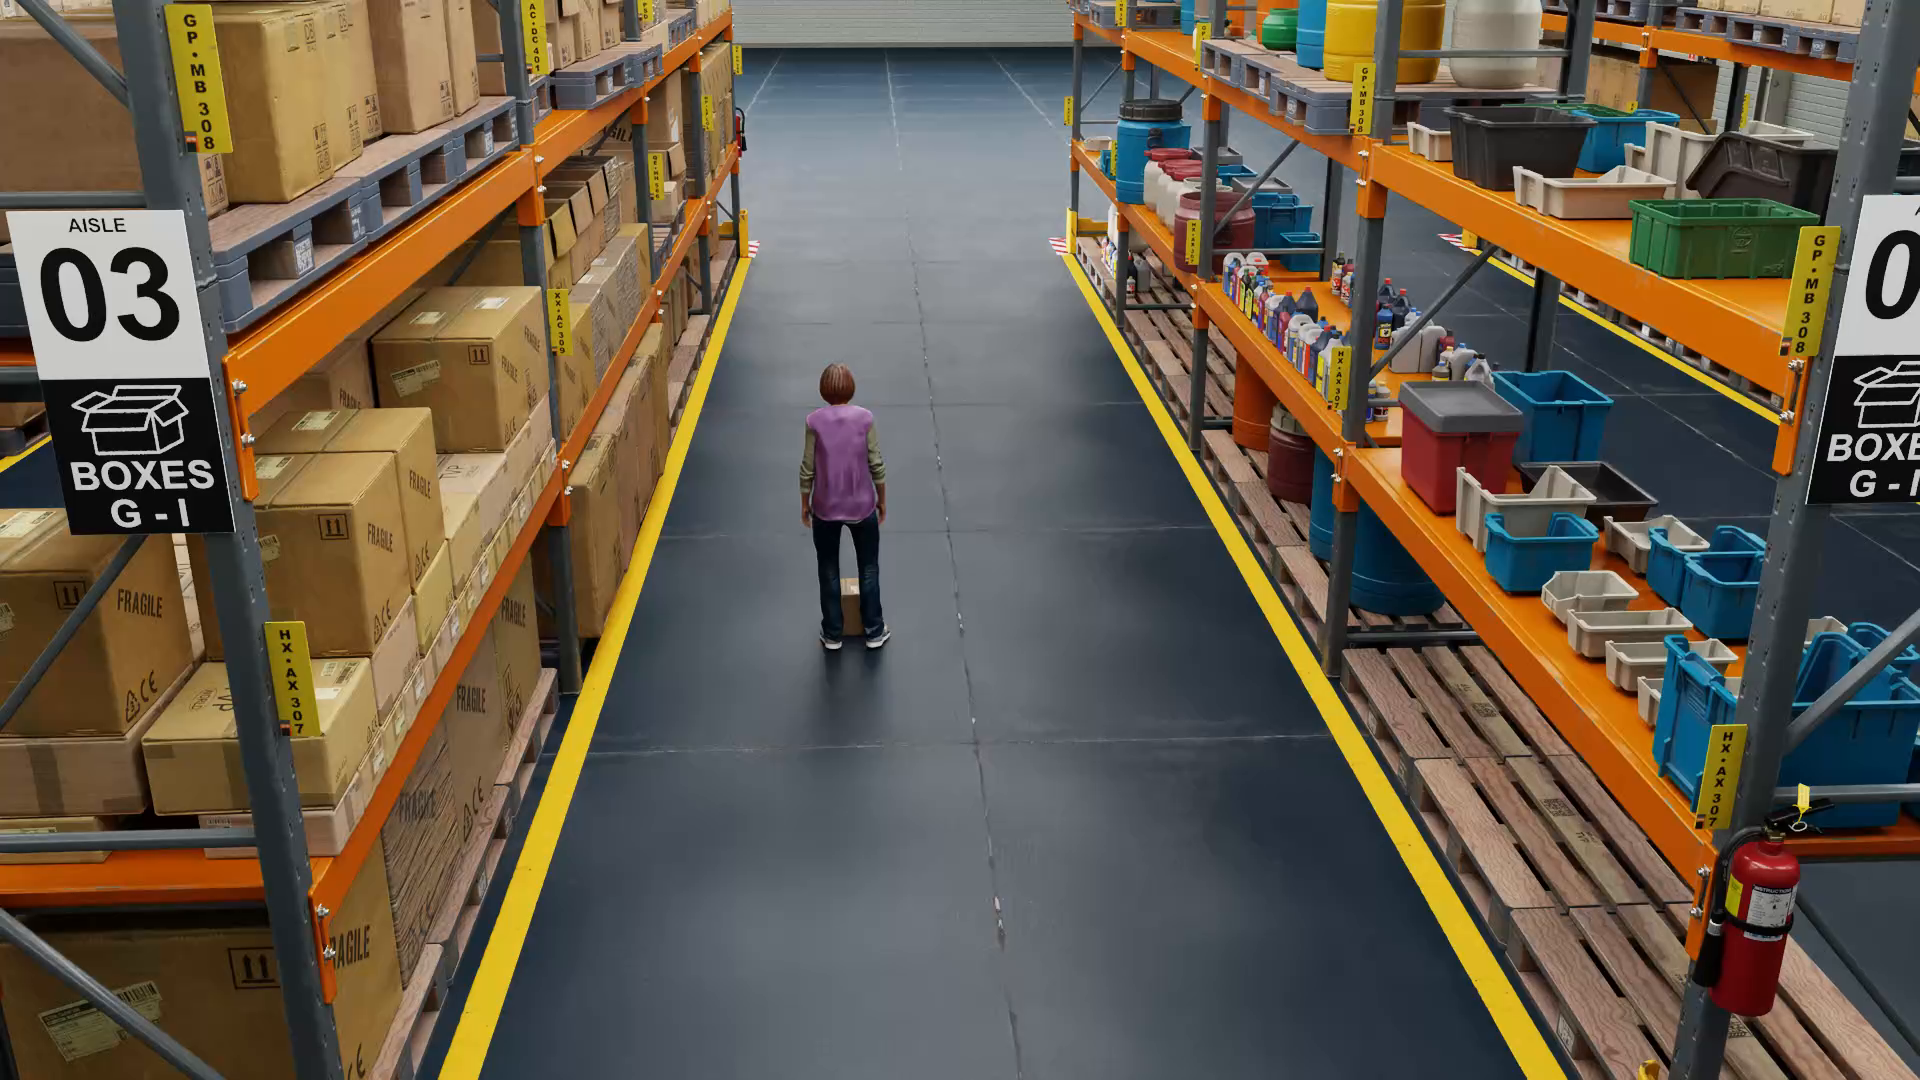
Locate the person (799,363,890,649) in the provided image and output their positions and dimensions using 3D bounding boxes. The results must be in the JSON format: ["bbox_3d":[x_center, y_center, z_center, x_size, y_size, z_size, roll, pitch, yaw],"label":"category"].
[{"bbox_3d":[-0.628,-0.165,9.033,0.476,1.592,0.348,-2,21,-4],"label":"person"}]
